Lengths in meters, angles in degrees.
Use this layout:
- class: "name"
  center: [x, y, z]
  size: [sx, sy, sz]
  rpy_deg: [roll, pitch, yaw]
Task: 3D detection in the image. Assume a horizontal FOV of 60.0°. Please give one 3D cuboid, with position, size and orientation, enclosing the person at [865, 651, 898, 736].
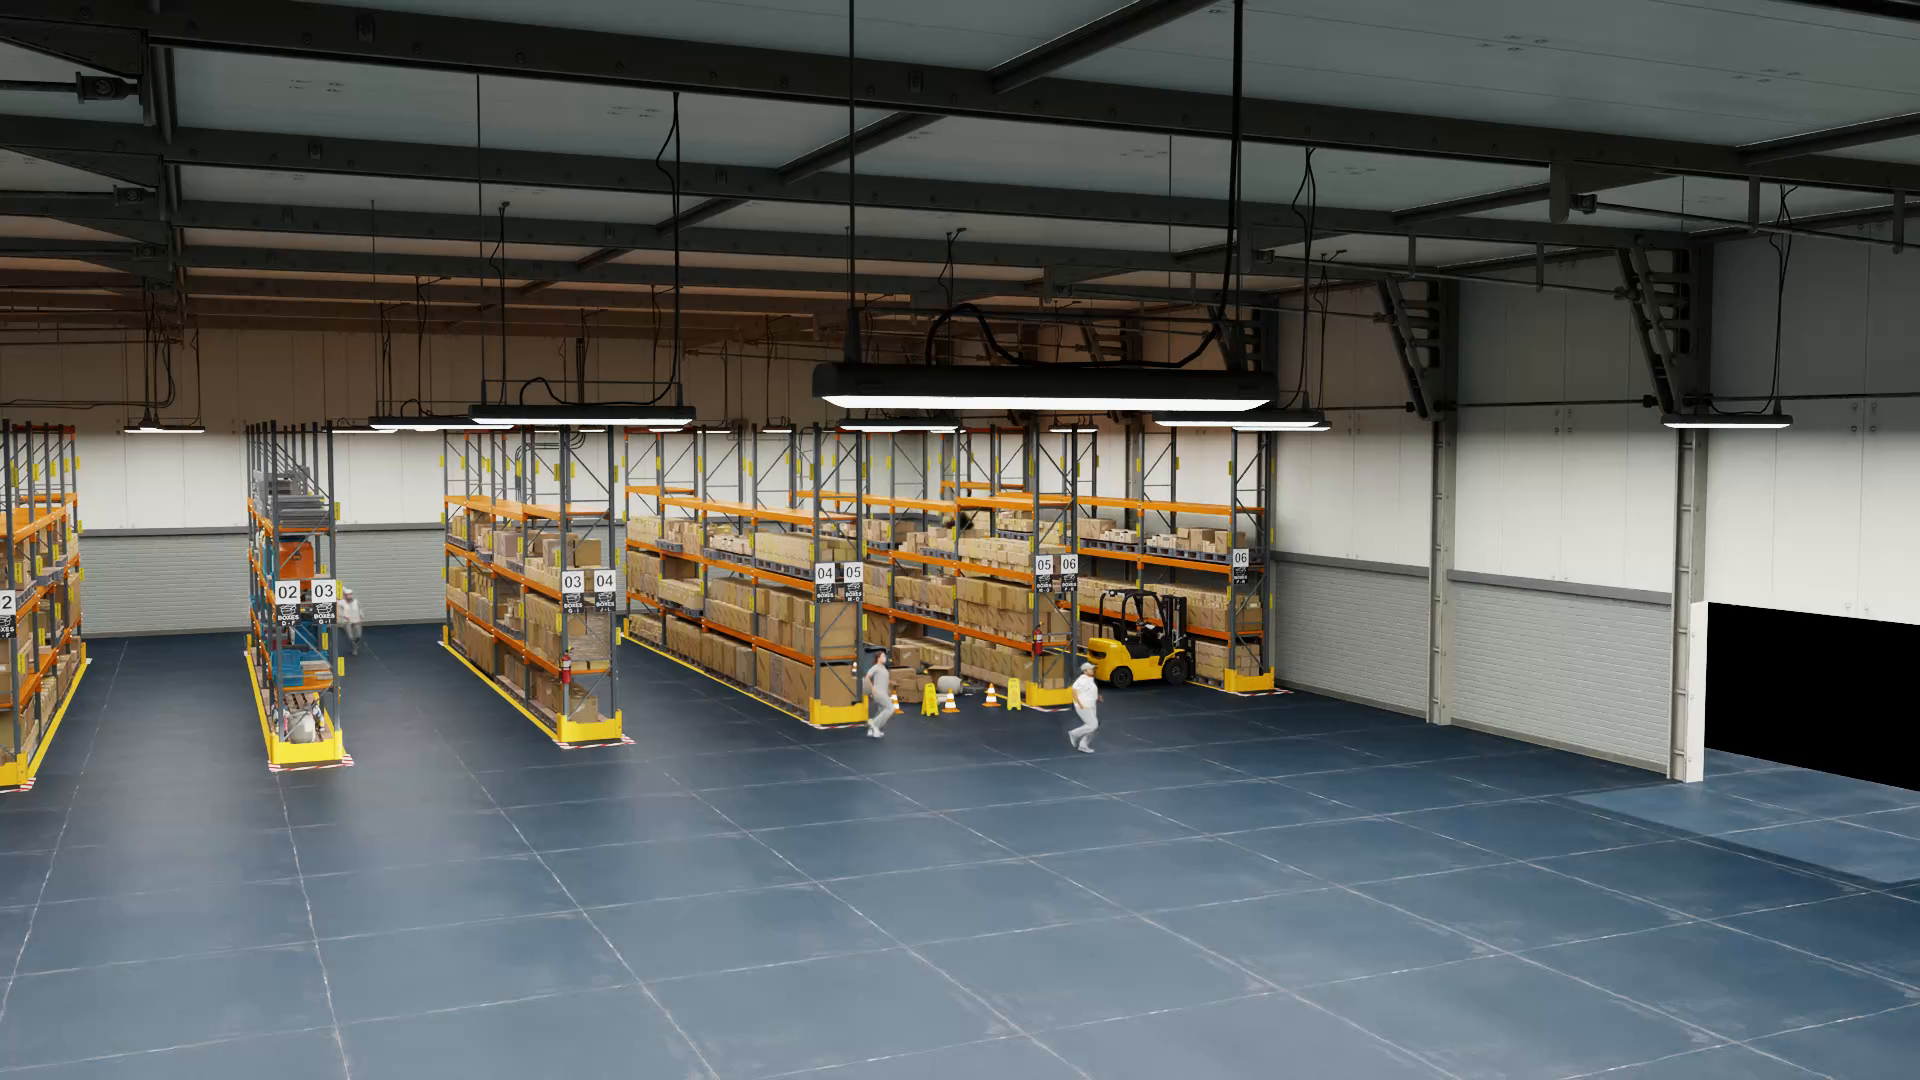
- class: "person"
  center: [-1.468, 2.918, 31.524]
  size: [0.620, 1.633, 0.548]
  rpy_deg: [1, 4, 18]

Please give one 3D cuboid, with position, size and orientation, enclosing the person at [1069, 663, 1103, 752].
- class: "person"
  center: [2.290, 3.033, 30.108]
  size: [0.559, 1.635, 0.634]
  rpy_deg: [2, 4, 25]

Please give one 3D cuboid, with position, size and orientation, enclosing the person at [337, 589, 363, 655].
- class: "person"
  center: [-15.951, 2.147, 43.511]
  size: [0.688, 1.727, 0.536]
  rpy_deg: [-3, 4, -37]
